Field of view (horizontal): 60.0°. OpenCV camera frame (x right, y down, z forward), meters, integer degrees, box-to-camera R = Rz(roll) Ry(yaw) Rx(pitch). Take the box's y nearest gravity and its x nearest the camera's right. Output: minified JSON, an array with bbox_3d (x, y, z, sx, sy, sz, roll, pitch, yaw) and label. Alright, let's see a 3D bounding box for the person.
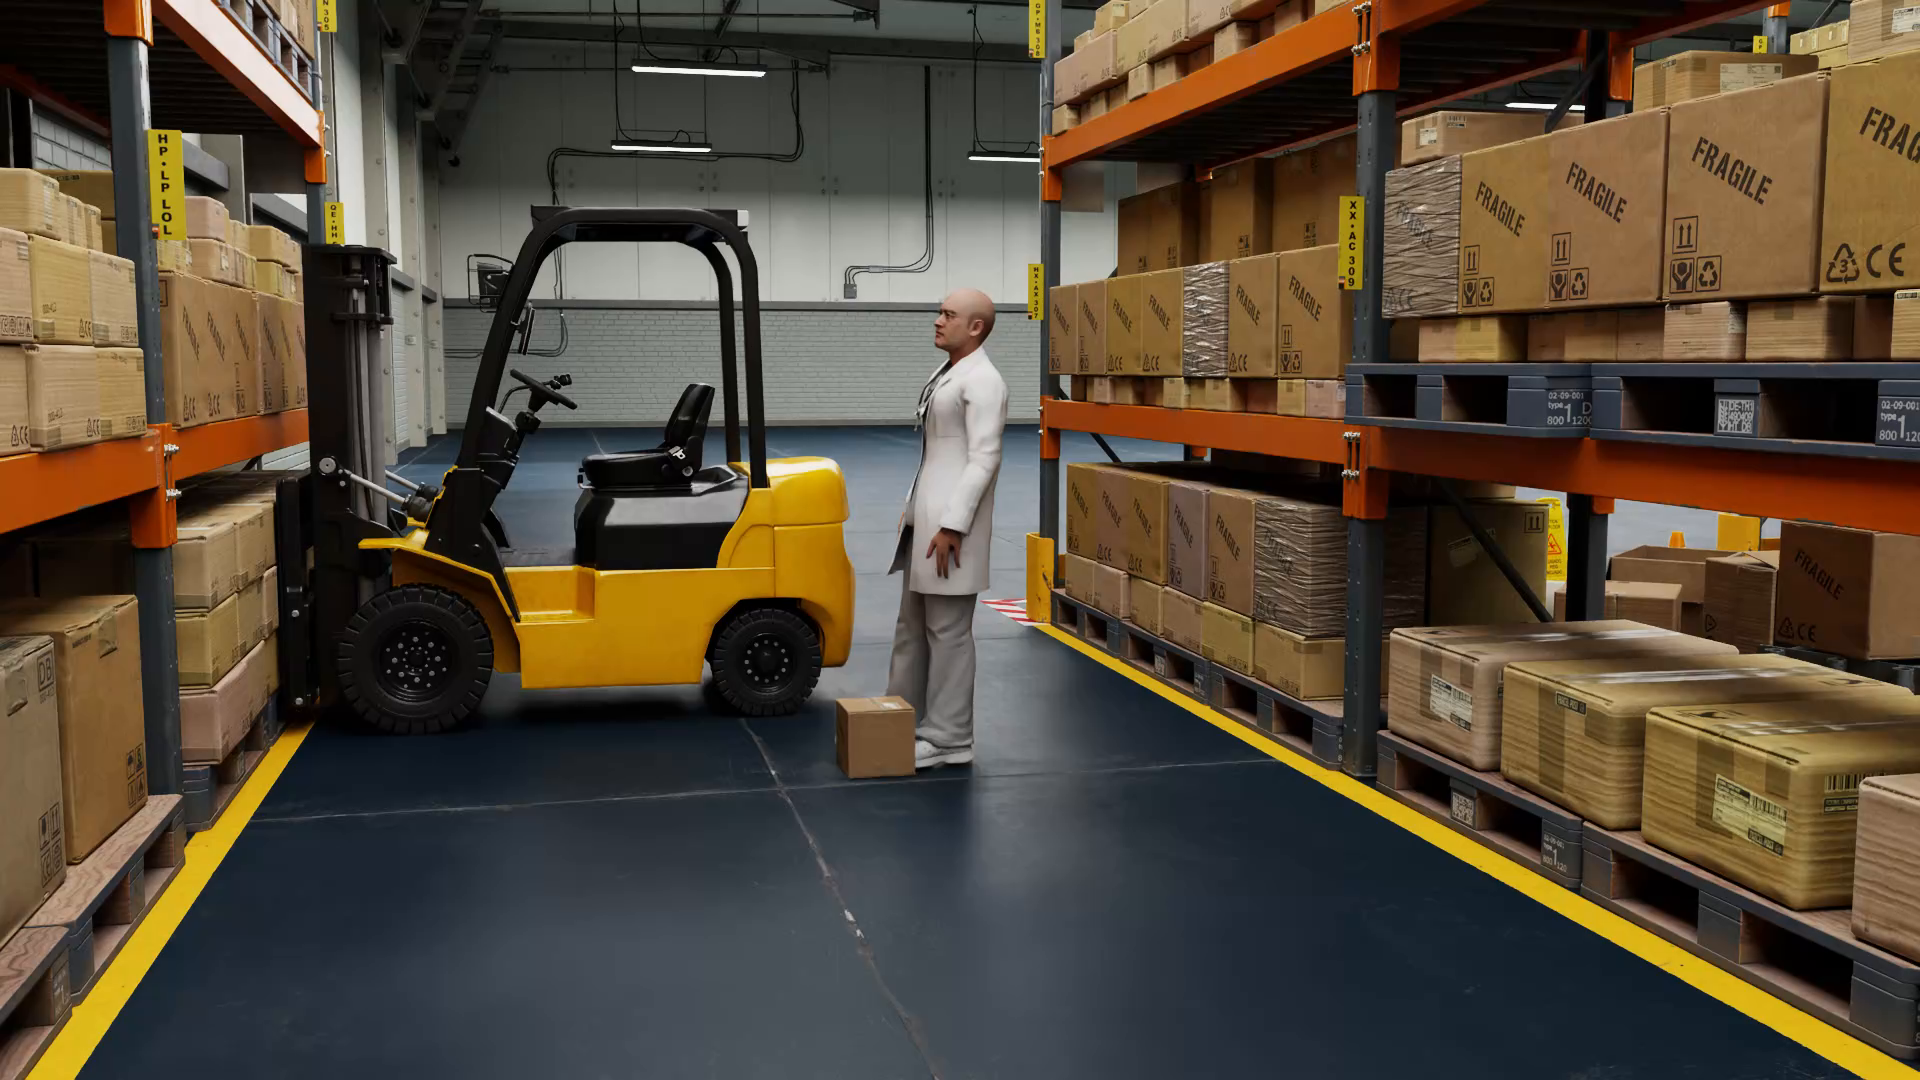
[{"bbox_3d":[-0.138,-0.041,6.193,0.581,1.776,0.678,-1,6,-14],"label":"person"}]
